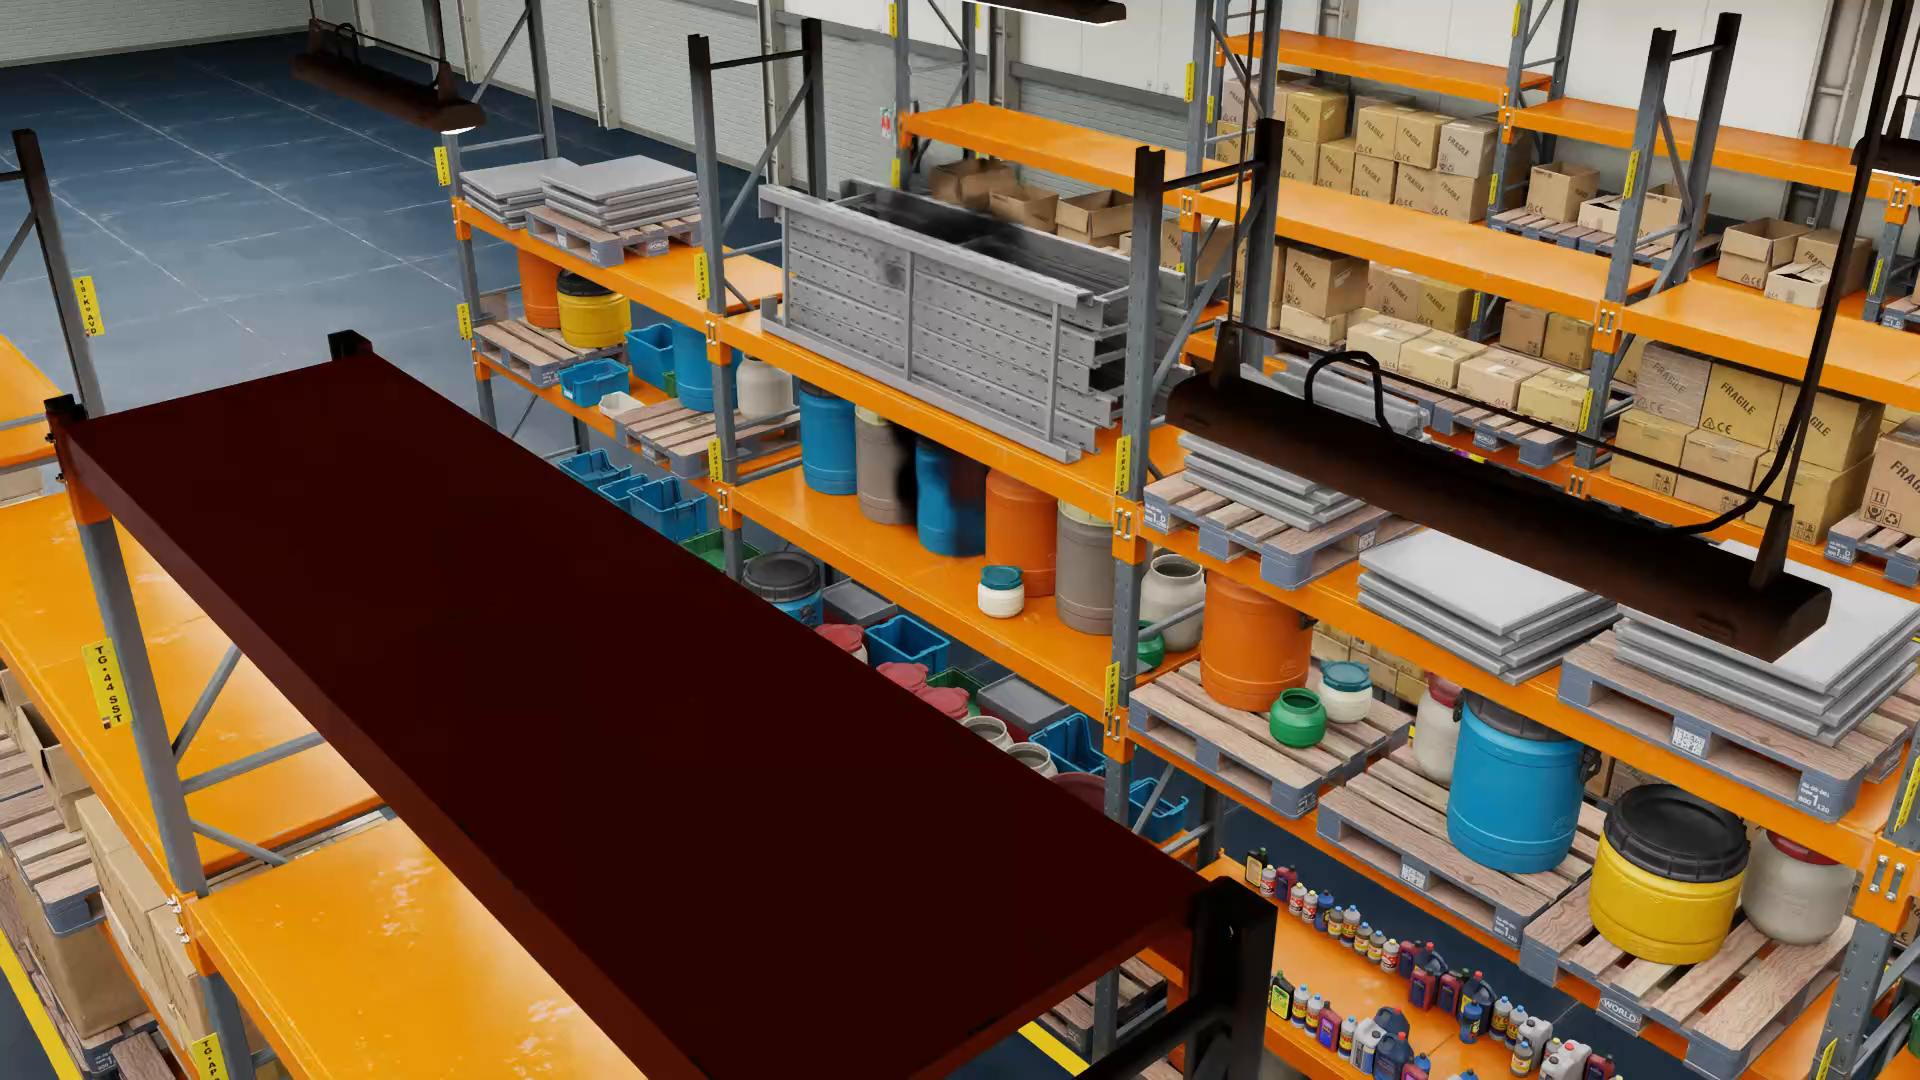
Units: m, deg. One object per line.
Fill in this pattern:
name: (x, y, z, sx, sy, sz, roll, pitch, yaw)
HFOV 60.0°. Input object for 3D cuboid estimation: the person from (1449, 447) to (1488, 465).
person: (4.920, -0.458, 16.560, 0.674, 1.721, 0.569, -23, 35, -38)

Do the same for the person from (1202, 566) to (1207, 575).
person: (1.919, 0.789, 13.465, 0.686, 1.843, 0.664, 19, 33, 33)
